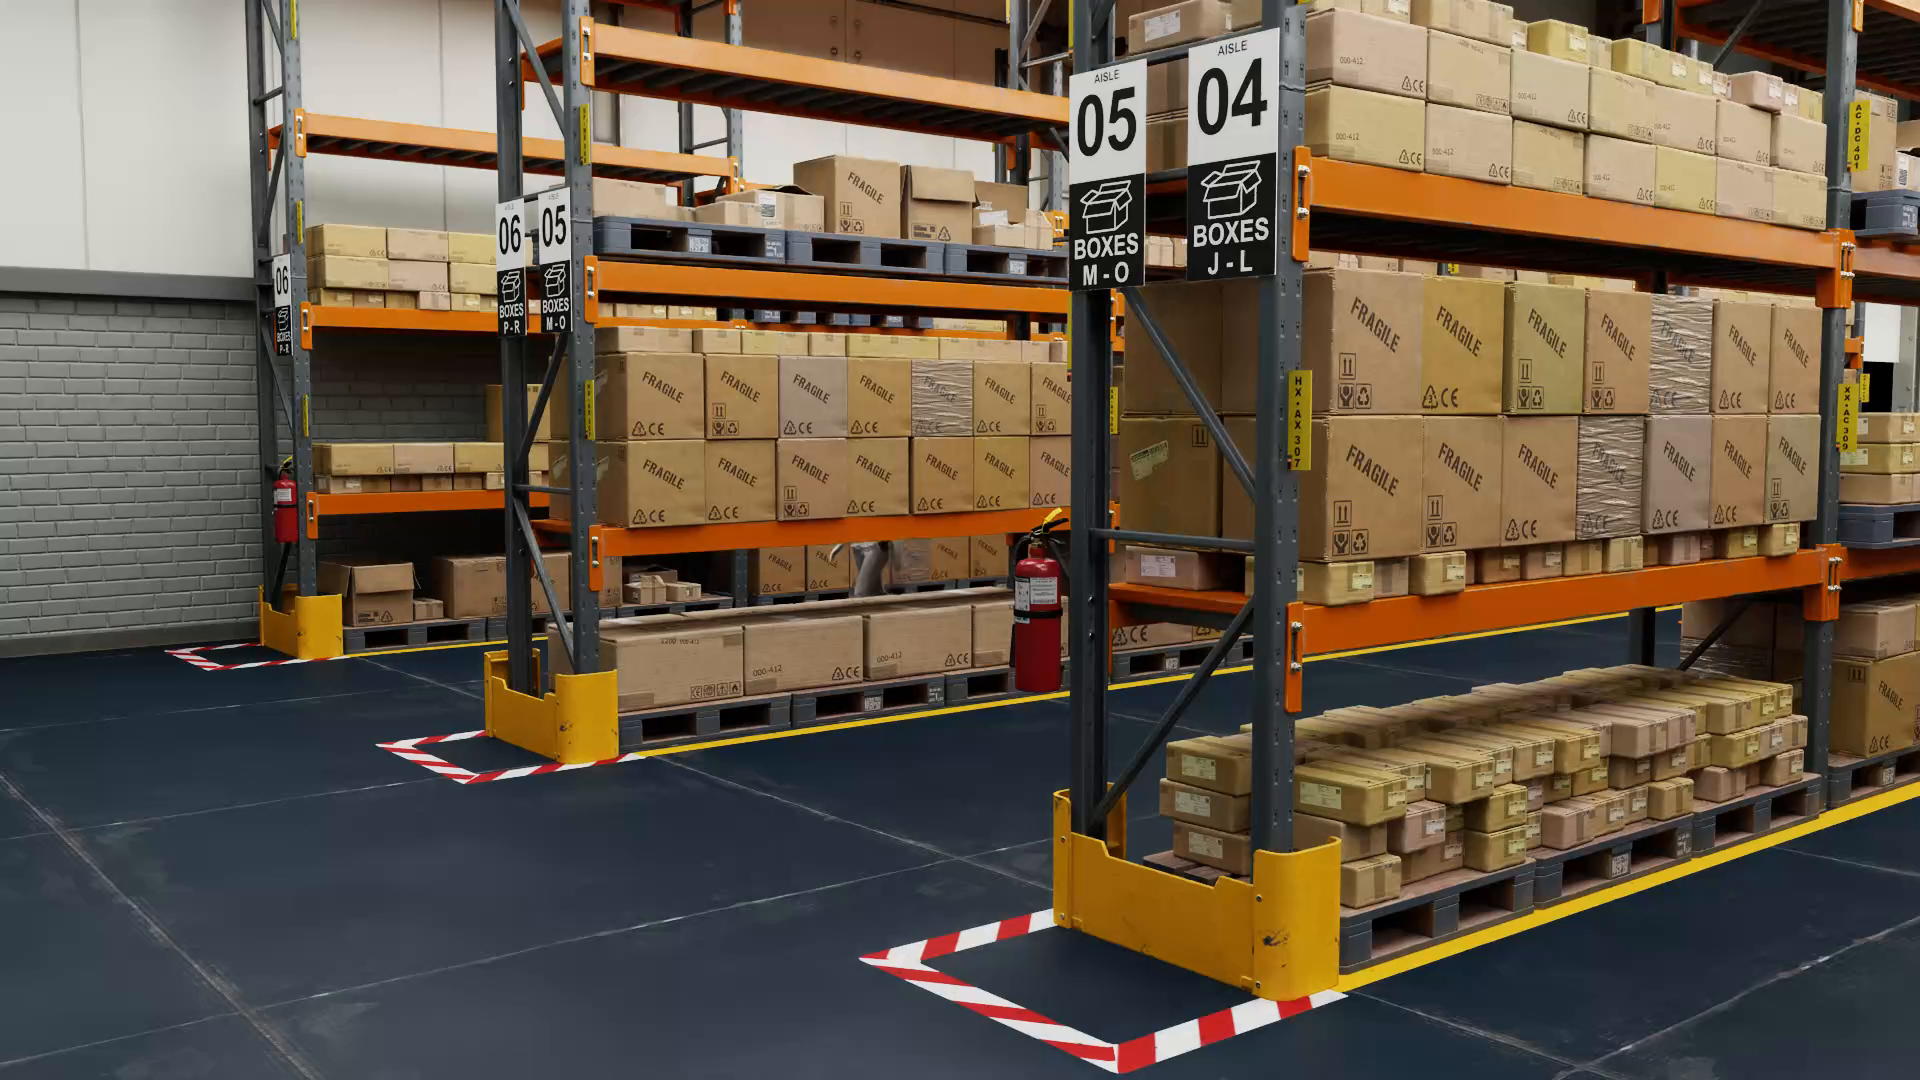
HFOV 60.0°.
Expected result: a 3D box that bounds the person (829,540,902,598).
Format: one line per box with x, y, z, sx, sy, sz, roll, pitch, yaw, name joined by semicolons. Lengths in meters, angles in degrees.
-0.777;0.070;13.545;0.979;1.632;0.482;-4;6;-43;person
